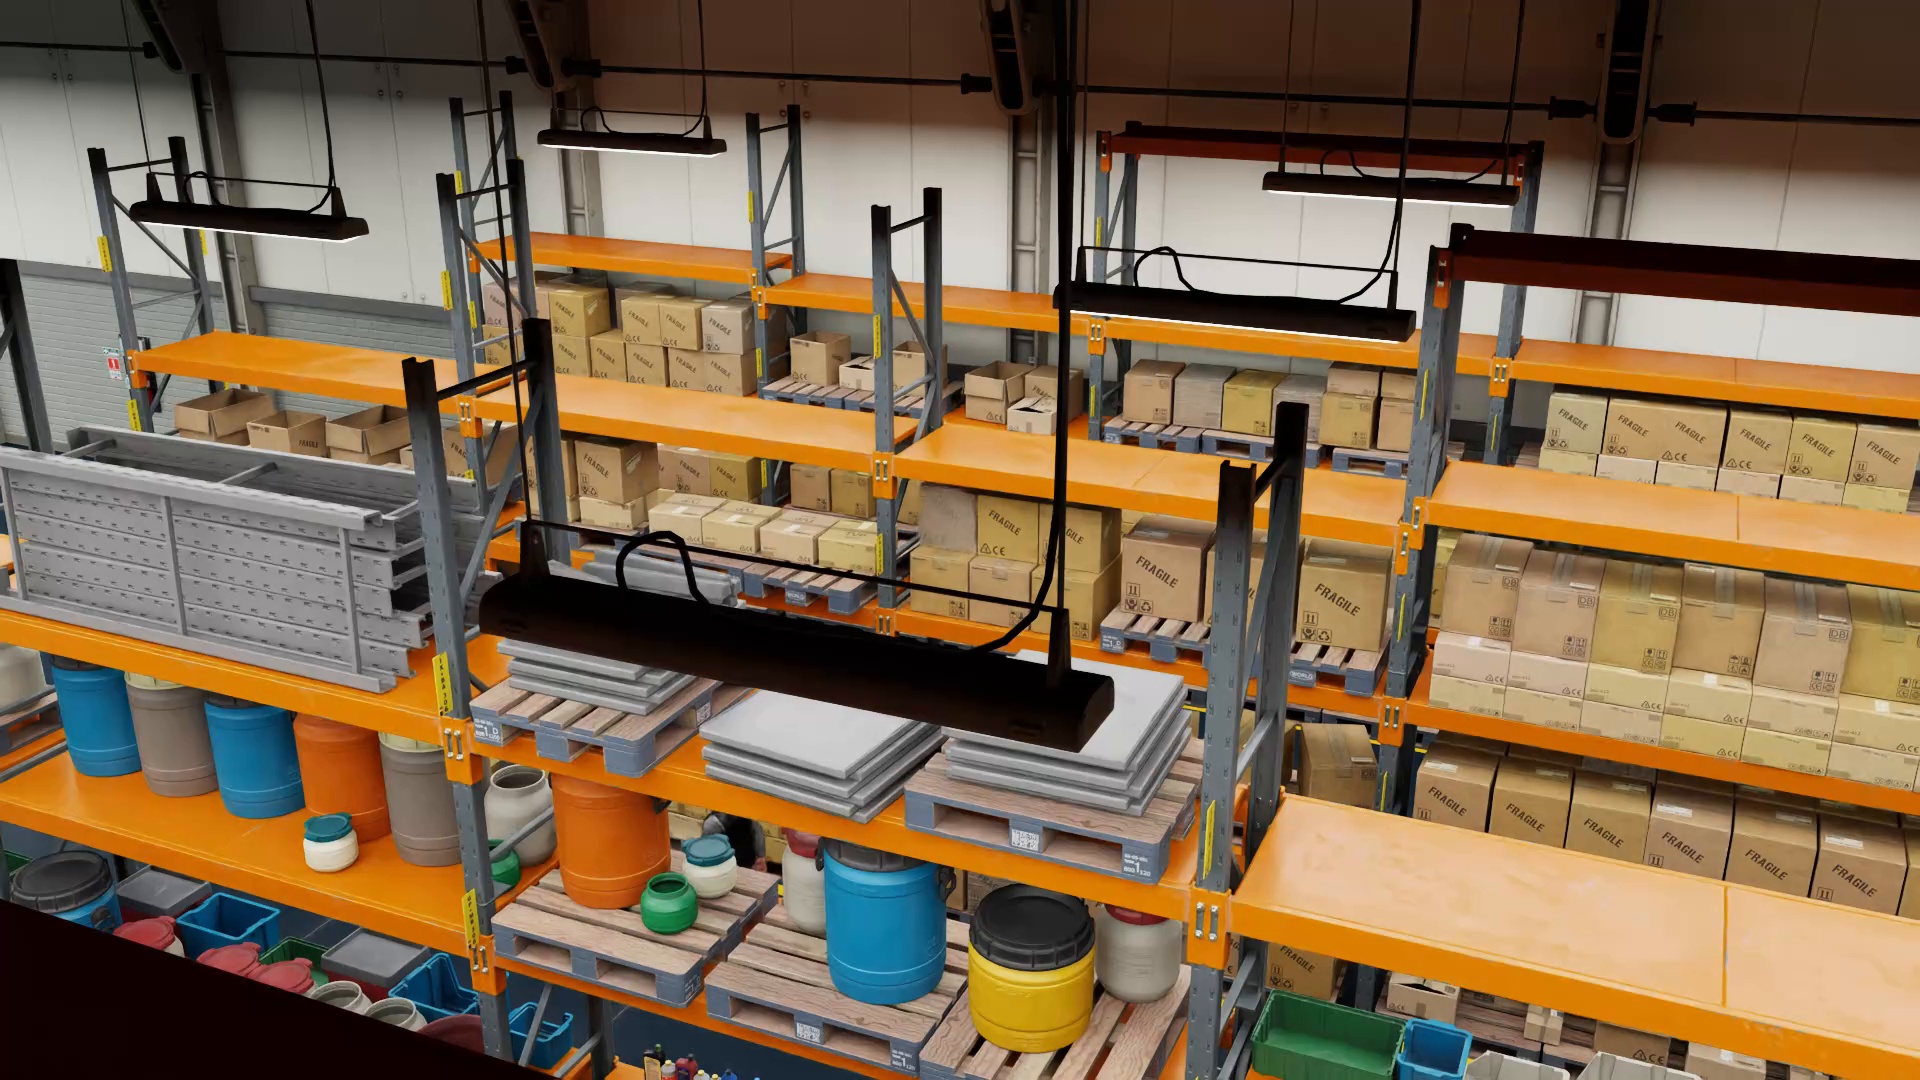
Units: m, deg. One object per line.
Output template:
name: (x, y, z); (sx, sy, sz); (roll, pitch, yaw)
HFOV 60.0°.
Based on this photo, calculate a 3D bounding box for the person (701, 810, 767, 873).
person: (-1.914, 2.597, 13.336); (0.970, 1.676, 0.552); (12, 24, 29)
